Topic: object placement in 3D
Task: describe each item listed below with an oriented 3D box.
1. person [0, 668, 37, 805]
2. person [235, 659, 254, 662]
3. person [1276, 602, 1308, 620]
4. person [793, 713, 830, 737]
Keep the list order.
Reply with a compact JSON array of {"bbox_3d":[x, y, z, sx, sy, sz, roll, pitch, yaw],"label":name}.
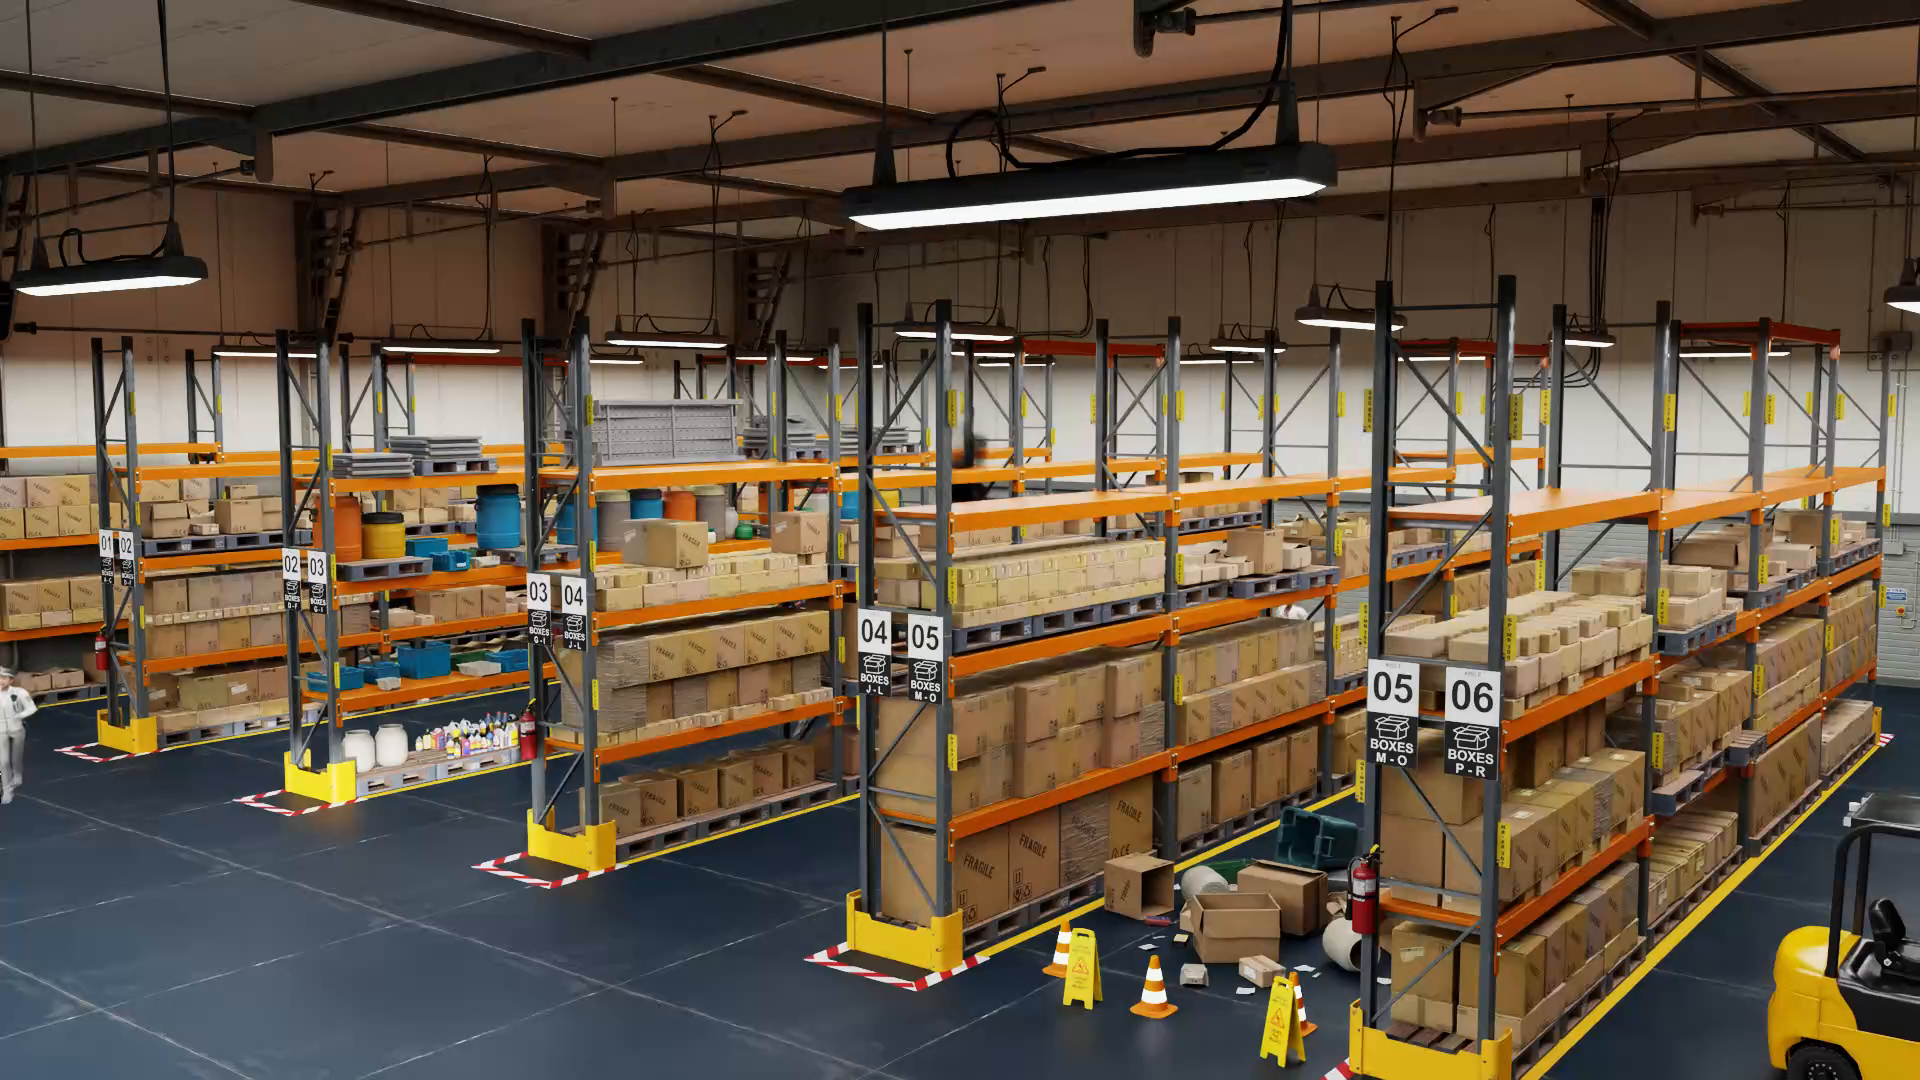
[{"bbox_3d":[-12.187,2.473,21.370,0.604,1.697,0.854,-2,5,-19],"label":"person"},{"bbox_3d":[-11.945,2.012,27.923,0.575,1.467,0.560,3,6,32],"label":"person"},{"bbox_3d":[5.659,1.792,28.509,0.719,1.804,0.950,3,6,34],"label":"person"},{"bbox_3d":[-2.081,1.890,24.006,0.635,1.836,0.781,4,6,36],"label":"person"}]
